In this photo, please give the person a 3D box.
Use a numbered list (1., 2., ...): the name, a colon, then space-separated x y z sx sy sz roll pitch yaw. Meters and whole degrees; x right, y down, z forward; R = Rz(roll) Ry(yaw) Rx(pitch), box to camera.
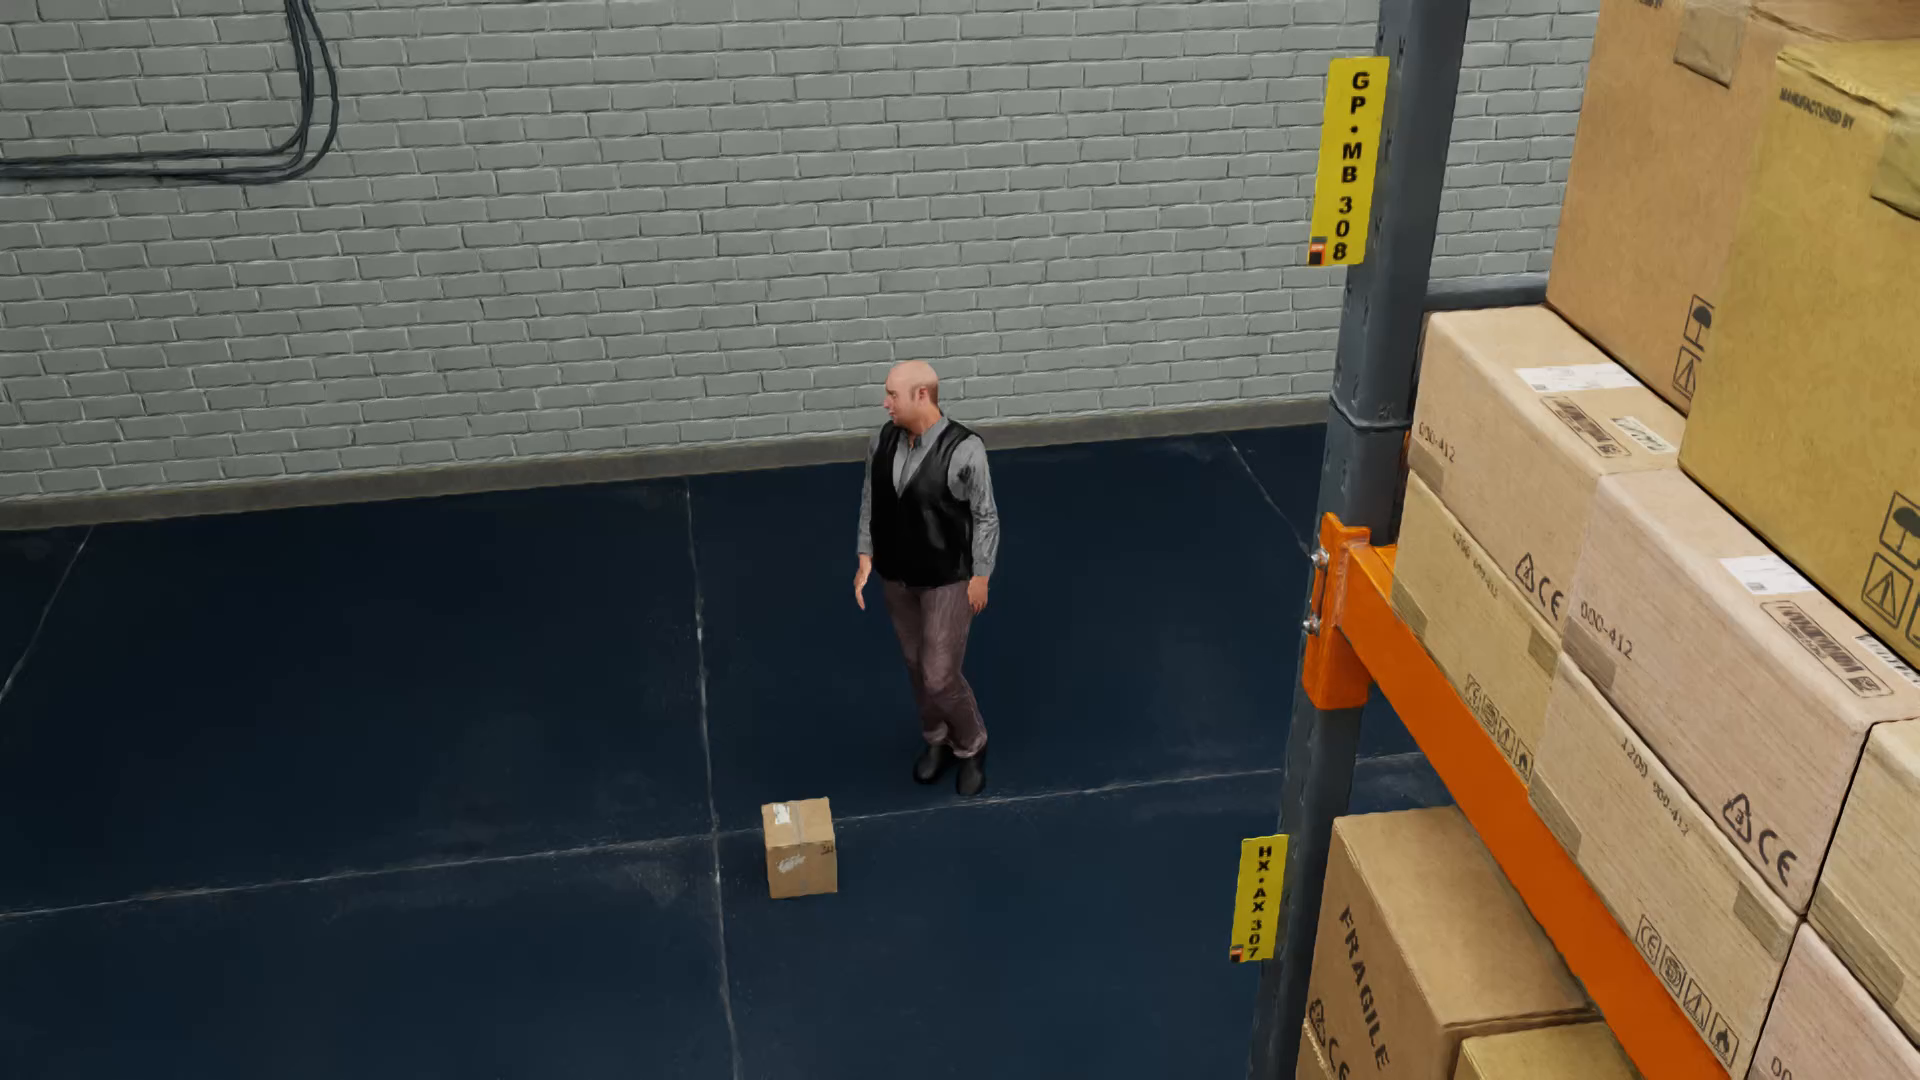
1. person: -0.138 0.180 6.406 0.614 1.761 0.460 18 35 28
